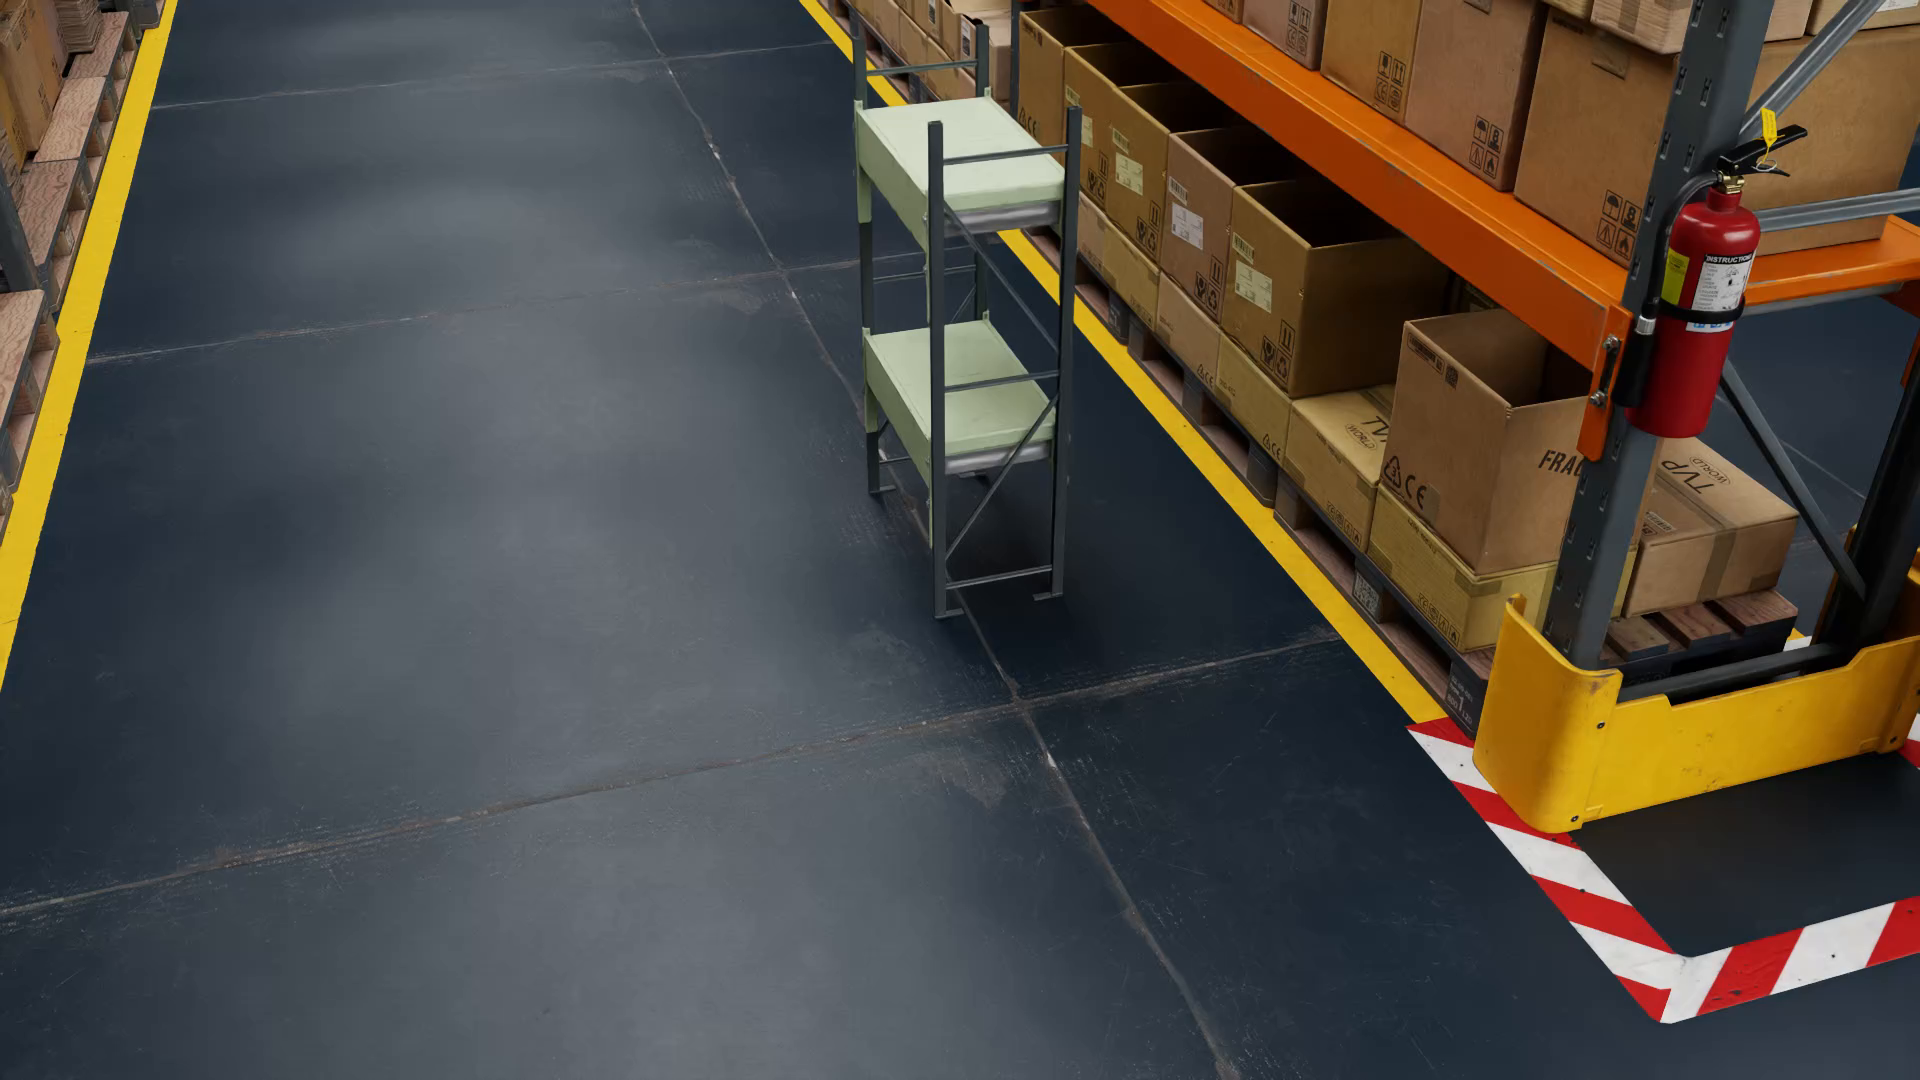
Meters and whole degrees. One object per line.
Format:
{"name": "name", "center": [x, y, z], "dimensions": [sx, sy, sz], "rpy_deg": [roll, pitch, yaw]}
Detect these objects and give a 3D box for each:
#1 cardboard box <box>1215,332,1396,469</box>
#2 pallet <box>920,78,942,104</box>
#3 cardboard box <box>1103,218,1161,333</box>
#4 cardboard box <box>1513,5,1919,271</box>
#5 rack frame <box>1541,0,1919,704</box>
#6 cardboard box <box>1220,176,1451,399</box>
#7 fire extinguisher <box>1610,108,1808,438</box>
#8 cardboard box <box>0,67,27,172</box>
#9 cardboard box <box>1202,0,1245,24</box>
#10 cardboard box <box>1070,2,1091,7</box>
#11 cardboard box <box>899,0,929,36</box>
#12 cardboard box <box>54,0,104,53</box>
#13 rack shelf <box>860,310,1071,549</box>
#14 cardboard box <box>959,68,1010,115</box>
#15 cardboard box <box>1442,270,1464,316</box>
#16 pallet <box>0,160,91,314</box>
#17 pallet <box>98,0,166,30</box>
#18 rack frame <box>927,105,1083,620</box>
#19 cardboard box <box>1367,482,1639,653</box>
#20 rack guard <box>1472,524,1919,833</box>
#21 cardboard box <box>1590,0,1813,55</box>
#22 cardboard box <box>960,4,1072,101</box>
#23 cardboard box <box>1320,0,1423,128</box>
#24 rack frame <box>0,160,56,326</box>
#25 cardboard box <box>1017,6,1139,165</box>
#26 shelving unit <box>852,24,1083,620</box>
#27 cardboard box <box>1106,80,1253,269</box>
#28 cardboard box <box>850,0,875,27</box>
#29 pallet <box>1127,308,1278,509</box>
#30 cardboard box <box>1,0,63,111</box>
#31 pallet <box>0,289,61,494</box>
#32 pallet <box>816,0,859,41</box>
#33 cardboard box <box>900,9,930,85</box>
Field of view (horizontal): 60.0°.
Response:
{"name": "cardboard box", "center": [1.168, -0.494, 5.391], "dimensions": [0.500, 0.250, 0.500], "rpy_deg": [-10, 35, -15]}
{"name": "pallet", "center": [0.449, -2.029, 8.129], "dimensions": [1.003, 0.211, 1.213], "rpy_deg": [-10, 35, -15]}
{"name": "cardboard box", "center": [0.859, -1.019, 6.184], "dimensions": [0.500, 0.250, 0.500], "rpy_deg": [-10, 35, -15]}
{"name": "cardboard box", "center": [1.801, -1.001, 3.953], "dimensions": [0.700, 0.500, 0.500], "rpy_deg": [-10, 35, -15]}
{"name": "rack frame", "center": [1.931, -0.712, 3.606], "dimensions": [1.000, 3.000, 0.127], "rpy_deg": [-10, 35, -15]}
{"name": "cardboard box", "center": [1.165, -0.807, 5.183], "dimensions": [0.500, 0.500, 0.500], "rpy_deg": [-10, 35, -15]}
{"name": "fire extinguisher", "center": [1.525, -0.539, 3.416], "dimensions": [0.296, 0.674, 0.183], "rpy_deg": [-10, 35, -15]}
{"name": "cardboard box", "center": [-4.451, -1.764, 7.067], "dimensions": [0.700, 0.500, 0.500], "rpy_deg": [-11, 35, -16]}
{"name": "cardboard box", "center": [1.169, -2.082, 5.589], "dimensions": [0.700, 0.500, 0.500], "rpy_deg": [-10, 35, -14]}
{"name": "cardboard box", "center": [0.822, -2.333, 7.664], "dimensions": [0.500, 0.311, 0.500], "rpy_deg": [-10, 35, -15]}
{"name": "cardboard box", "center": [0.000, -2.773, 8.330], "dimensions": [0.500, 0.311, 0.500], "rpy_deg": [-10, 35, -15]}
{"name": "cardboard box", "center": [-4.956, -2.848, 8.708], "dimensions": [0.700, 0.500, 0.500], "rpy_deg": [-10, 35, -14]}
{"name": "rack shelf", "center": [0.002, -0.350, 5.011], "dimensions": [0.431, 0.370, 0.720], "rpy_deg": [-10, 35, -15]}
{"name": "cardboard box", "center": [0.308, -2.009, 7.682], "dimensions": [0.500, 0.250, 0.500], "rpy_deg": [-10, 35, -15]}
{"name": "cardboard box", "center": [1.660, -0.894, 5.315], "dimensions": [0.500, 0.500, 0.500], "rpy_deg": [-10, 35, -15]}
{"name": "pallet", "center": [-4.244, -1.222, 6.908], "dimensions": [1.003, 0.211, 1.213], "rpy_deg": [-10, 35, -15]}
{"name": "pallet", "center": [-5.394, -3.340, 10.113], "dimensions": [1.003, 0.211, 1.213], "rpy_deg": [-10, 35, -15]}
{"name": "rack frame", "center": [0.114, -0.430, 4.540], "dimensions": [0.400, 1.500, 0.023], "rpy_deg": [-10, 35, -15]}
{"name": "cardboard box", "center": [1.486, 0.028, 4.600], "dimensions": [0.500, 0.250, 0.500], "rpy_deg": [-10, 35, -15]}
{"name": "rack guard", "center": [1.938, 0.344, 4.276], "dimensions": [1.175, 0.500, 0.348], "rpy_deg": [-10, 35, -15]}
{"name": "cardboard box", "center": [1.633, -1.193, 3.655], "dimensions": [0.380, 0.149, 0.250], "rpy_deg": [-11, 35, -16]}
{"name": "cardboard box", "center": [0.314, -2.238, 7.521], "dimensions": [0.500, 0.311, 0.500], "rpy_deg": [-10, 35, -15]}
{"name": "cardboard box", "center": [1.490, -1.537, 4.765], "dimensions": [0.700, 0.500, 0.500], "rpy_deg": [-10, 35, -14]}
{"name": "rack frame", "center": [-4.006, -1.977, 5.521], "dimensions": [1.000, 3.000, 0.127], "rpy_deg": [-10, 35, -15]}
{"name": "cardboard box", "center": [0.554, -1.857, 6.772], "dimensions": [0.500, 0.500, 0.500], "rpy_deg": [-10, 35, -15]}
{"name": "shelving unit", "center": [0.002, -0.622, 4.831], "dimensions": [0.431, 1.500, 0.755], "rpy_deg": [-10, 35, -15]}
{"name": "cardboard box", "center": [0.859, -1.332, 5.977], "dimensions": [0.500, 0.500, 0.500], "rpy_deg": [-10, 35, -15]}
{"name": "cardboard box", "center": [-0.311, -3.080, 9.303], "dimensions": [0.500, 0.250, 0.500], "rpy_deg": [-11, 35, -16]}
{"name": "pallet", "center": [1.289, -0.582, 5.940], "dimensions": [1.003, 0.211, 1.213], "rpy_deg": [-10, 35, -15]}
{"name": "cardboard box", "center": [-4.731, -2.302, 7.882], "dimensions": [0.700, 0.500, 0.500], "rpy_deg": [-10, 35, -15]}
{"name": "pallet", "center": [-3.767, -0.467, 5.765], "dimensions": [1.003, 0.211, 1.213], "rpy_deg": [-10, 35, -15]}
{"name": "pallet", "center": [-0.295, -3.310, 10.067], "dimensions": [1.003, 0.211, 1.213], "rpy_deg": [-10, 35, -15]}
{"name": "cardboard box", "center": [-0.001, -2.543, 8.491], "dimensions": [0.500, 0.250, 0.500], "rpy_deg": [-9, 35, -14]}
